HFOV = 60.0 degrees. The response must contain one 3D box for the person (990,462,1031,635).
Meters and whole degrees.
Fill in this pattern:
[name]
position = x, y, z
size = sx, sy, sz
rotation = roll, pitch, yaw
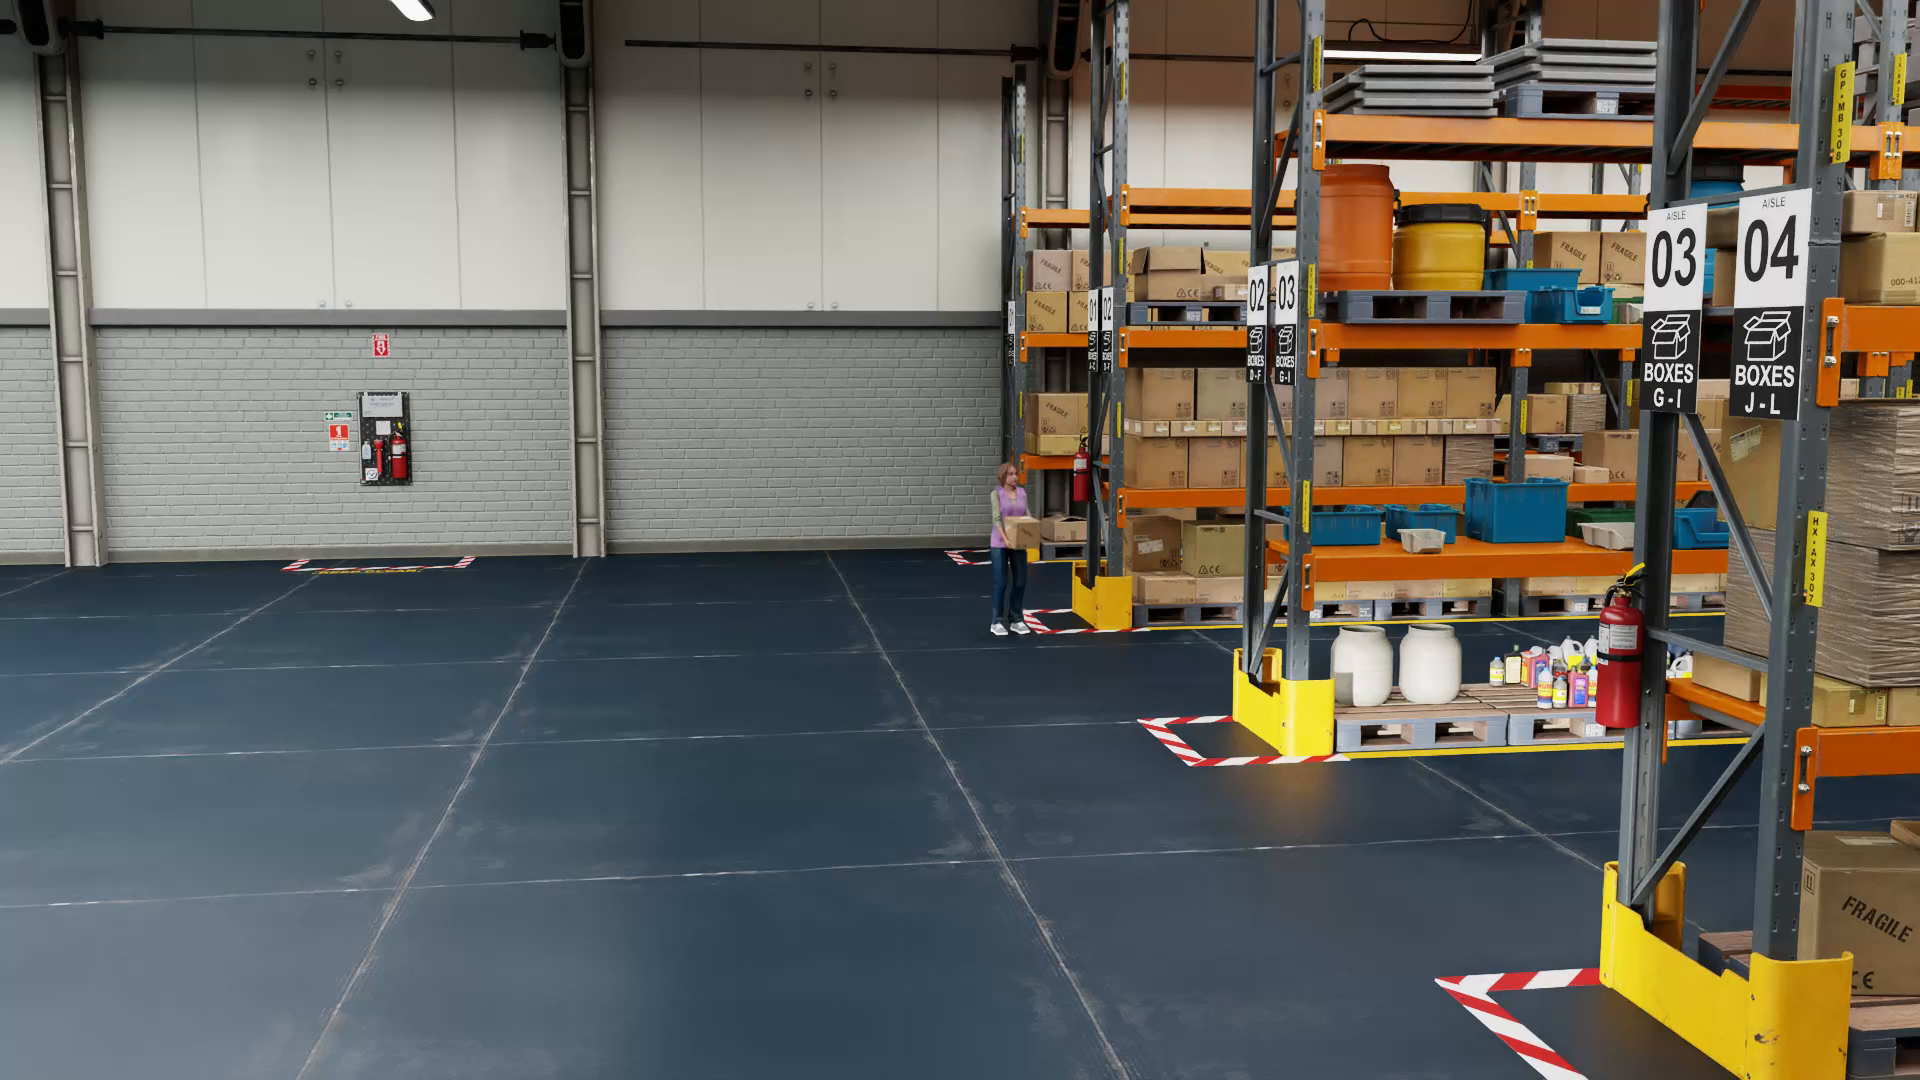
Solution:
[person]
position = 0.491, 0.086, 15.323
size = 0.405, 1.593, 0.489
rotation = -3, 7, -24
